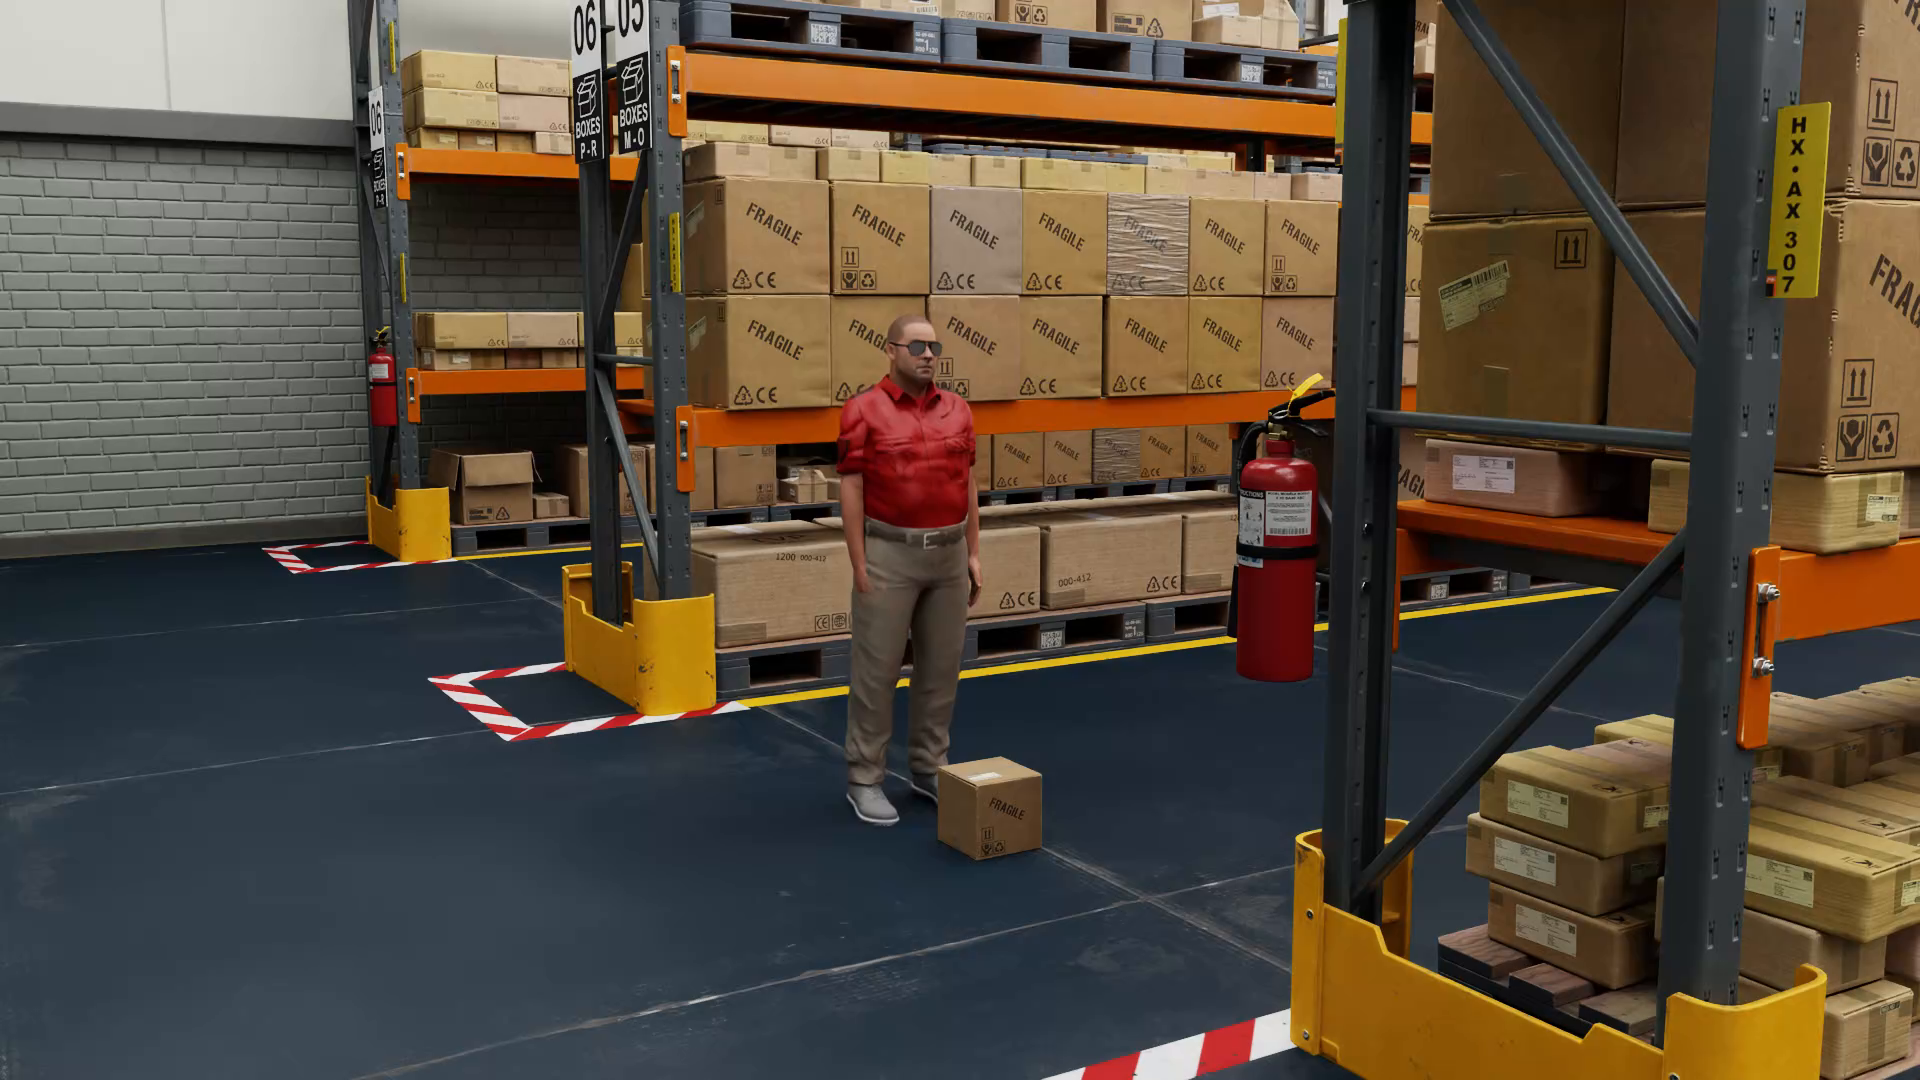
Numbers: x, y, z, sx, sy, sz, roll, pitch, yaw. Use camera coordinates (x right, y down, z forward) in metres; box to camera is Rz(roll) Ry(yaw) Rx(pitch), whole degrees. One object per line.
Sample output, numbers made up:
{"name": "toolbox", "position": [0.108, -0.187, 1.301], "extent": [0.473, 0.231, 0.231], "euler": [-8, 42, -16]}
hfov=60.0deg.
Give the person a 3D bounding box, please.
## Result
{"name": "person", "position": [-0.146, 0.091, 5.772], "extent": [0.528, 1.729, 0.361], "euler": [-5, 9, -30]}
